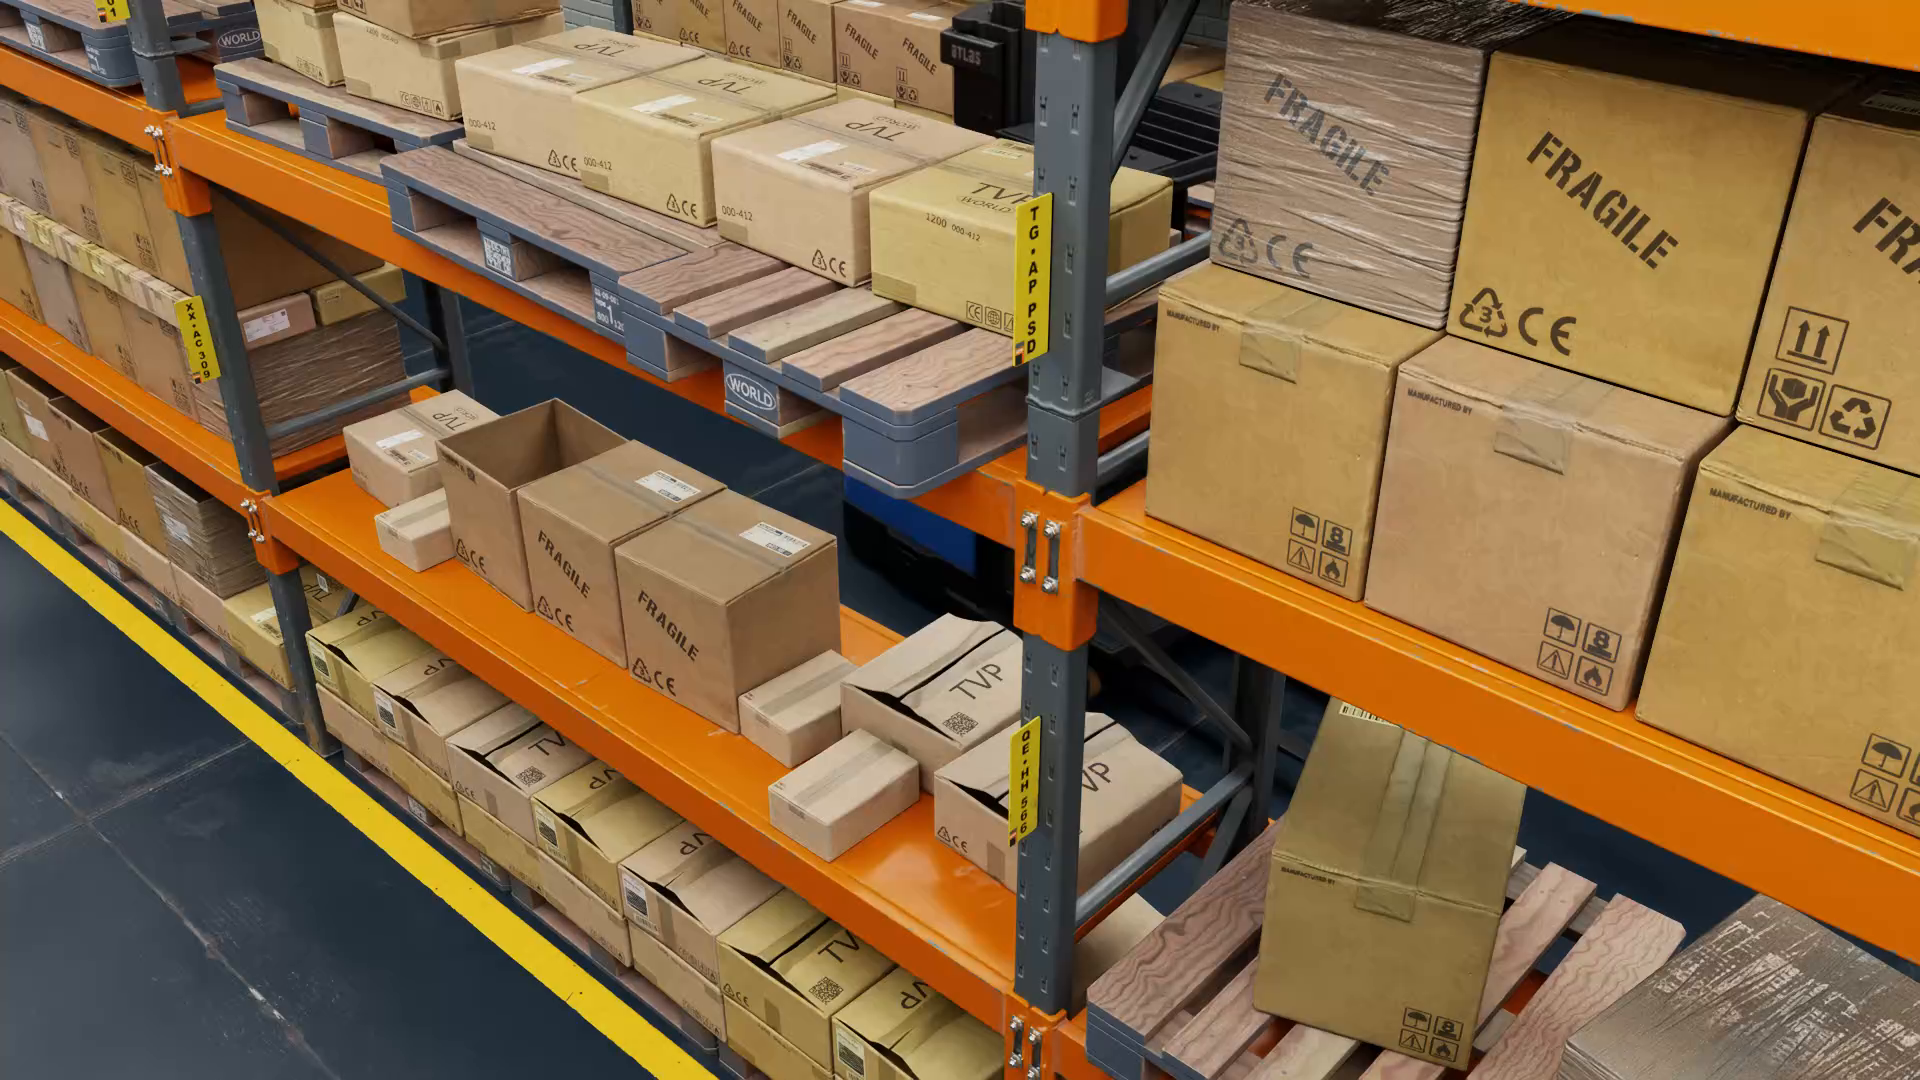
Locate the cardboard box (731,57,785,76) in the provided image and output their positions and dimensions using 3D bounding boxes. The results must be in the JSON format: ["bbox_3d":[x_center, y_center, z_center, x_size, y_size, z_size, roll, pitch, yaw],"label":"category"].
[{"bbox_3d":[-1.177,-3.128,11.164,0.500,0.250,0.500,24,39,34],"label":"cardboard box"}]

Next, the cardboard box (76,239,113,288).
[{"bbox_3d":[-3.548,-1.233,7.164,0.250,0.149,0.380,25,39,35],"label":"cardboard box"}]

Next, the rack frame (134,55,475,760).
[{"bbox_3d":[-2.449,-0.547,6.751,0.127,3.000,1.000,25,39,35],"label":"rack frame"}]

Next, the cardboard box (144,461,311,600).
[{"bbox_3d":[-3.303,-0.125,7.581,0.500,0.500,0.500,25,39,35],"label":"cardboard box"}]

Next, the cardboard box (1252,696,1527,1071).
[{"bbox_3d":[1.059,0.789,4.026,0.500,0.500,0.700,12,33,19],"label":"cardboard box"}]

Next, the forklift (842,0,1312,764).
[{"bbox_3d":[0.747,-0.820,7.270,1.130,2.935,3.031,-25,39,-35],"label":"forklift"}]

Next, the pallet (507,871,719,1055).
[{"bbox_3d":[-0.968,1.310,6.370,1.213,0.211,1.003,25,39,35],"label":"pallet"}]

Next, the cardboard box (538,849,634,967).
[{"bbox_3d":[-1.176,1.217,6.078,0.500,0.250,0.500,26,40,36],"label":"cardboard box"}]

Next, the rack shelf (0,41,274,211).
[{"bbox_3d":[-3.932,-2.216,7.312,4.000,0.370,1.077,25,39,35],"label":"rack shelf"}]

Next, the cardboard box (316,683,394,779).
[{"bbox_3d":[-2.316,0.685,6.962,0.500,0.250,0.500,24,38,34],"label":"cardboard box"}]

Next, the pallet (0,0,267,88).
[{"bbox_3d":[-3.099,-2.080,6.474,1.213,0.211,1.003,25,39,35],"label":"pallet"}]

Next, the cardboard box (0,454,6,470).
[{"bbox_3d":[-5.167,-0.663,9.201,0.500,0.250,0.500,25,39,35],"label":"cardboard box"}]

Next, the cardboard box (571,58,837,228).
[{"bbox_3d":[-0.675,-1.076,4.459,0.500,0.250,0.500,24,39,34],"label":"cardboard box"}]

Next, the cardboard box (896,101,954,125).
[{"bbox_3d":[-0.046,-2.611,10.304,0.500,0.250,0.500,25,39,35],"label":"cardboard box"}]

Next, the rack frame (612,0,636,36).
[{"bbox_3d":[-2.094,-3.827,12.199,0.127,3.000,1.000,25,39,35],"label":"rack frame"}]

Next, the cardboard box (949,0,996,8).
[{"bbox_3d":[0.283,-3.131,10.442,0.500,0.500,0.500,25,39,35],"label":"cardboard box"}]

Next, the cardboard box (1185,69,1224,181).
[{"bbox_3d":[1.636,-2.289,9.120,0.700,0.500,0.500,-25,39,-35],"label":"cardboard box"}]

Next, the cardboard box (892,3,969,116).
[{"bbox_3d":[-0.060,-2.924,10.098,0.500,0.500,0.500,25,39,35],"label":"cardboard box"}]

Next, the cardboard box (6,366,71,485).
[{"bbox_3d":[-4.415,-0.644,8.443,0.500,0.500,0.500,25,39,35],"label":"cardboard box"}]

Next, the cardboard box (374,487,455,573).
[{"bbox_3d":[-1.929,-0.055,6.176,0.250,0.149,0.380,25,39,35],"label":"cardboard box"}]

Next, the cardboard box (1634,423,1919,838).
[{"bbox_3d":[1.626,0.004,2.830,0.500,0.500,0.910,25,39,35],"label":"cardboard box"}]

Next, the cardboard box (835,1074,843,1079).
[{"bbox_3d":[-0.037,1.746,5.199,0.500,0.250,0.500,26,40,36],"label":"cardboard box"}]

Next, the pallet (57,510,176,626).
[{"bbox_3d":[-3.920,-0.066,8.655,1.213,0.211,1.003,25,39,35],"label":"pallet"}]

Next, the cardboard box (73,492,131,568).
[{"bbox_3d":[-4.056,-0.143,8.338,0.500,0.250,0.500,25,39,35],"label":"cardboard box"}]

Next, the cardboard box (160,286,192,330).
[{"bbox_3d":[-2.977,-0.966,6.721,0.250,0.149,0.380,24,39,34],"label":"cardboard box"}]

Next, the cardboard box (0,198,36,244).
[{"bbox_3d":[-4.129,-1.502,7.611,0.250,0.149,0.380,25,39,36],"label":"cardboard box"}]

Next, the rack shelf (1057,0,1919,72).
[{"bbox_3d":[1.999,-0.561,2.043,4.000,0.370,1.077,25,39,35],"label":"rack shelf"}]

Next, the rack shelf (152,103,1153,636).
[{"bbox_3d":[-0.966,-0.832,5.013,4.000,0.370,1.077,25,39,35],"label":"rack shelf"}]

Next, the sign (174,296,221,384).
[{"bbox_3d":[-2.821,-0.739,6.153,0.005,0.325,0.100,25,39,35],"label":"sign"}]

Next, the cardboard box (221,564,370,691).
[{"bbox_3d":[-2.940,0.374,7.479,0.500,0.250,0.500,25,39,35],"label":"cardboard box"}]

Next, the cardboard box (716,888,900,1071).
[{"bbox_3d":[-0.427,1.331,5.347,0.500,0.311,0.500,24,39,34],"label":"cardboard box"}]

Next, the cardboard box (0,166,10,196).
[{"bbox_3d":[-4.270,-1.991,7.795,0.500,0.500,0.700,25,39,35],"label":"cardboard box"}]

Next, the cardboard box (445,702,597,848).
[{"bbox_3d":[-1.558,0.803,6.223,0.500,0.311,0.500,24,38,34],"label":"cardboard box"}]

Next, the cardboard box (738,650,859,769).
[{"bbox_3d":[-0.467,0.525,5.213,0.380,0.149,0.250,-26,40,-36],"label":"cardboard box"}]

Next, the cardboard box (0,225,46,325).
[{"bbox_3d":[-4.321,-1.454,8.160,0.500,0.500,0.700,25,39,35],"label":"cardboard box"}]

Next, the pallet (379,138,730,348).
[{"bbox_3d":[-0.878,-0.954,4.700,1.213,0.211,1.003,27,40,37],"label":"pallet"}]

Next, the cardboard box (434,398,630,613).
[{"bbox_3d":[-1.500,-0.136,5.970,0.500,0.500,0.500,-26,40,-36],"label":"cardboard box"}]

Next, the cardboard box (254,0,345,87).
[{"bbox_3d":[-1.999,-1.731,5.547,0.500,0.250,0.500,-25,39,-35],"label":"cardboard box"}]

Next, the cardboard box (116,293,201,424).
[{"bbox_3d":[-3.178,-0.921,7.275,0.500,0.500,0.700,25,39,35],"label":"cardboard box"}]

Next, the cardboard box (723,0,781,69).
[{"bbox_3d":[-1.203,-3.456,10.982,0.500,0.500,0.500,24,38,34],"label":"cardboard box"}]

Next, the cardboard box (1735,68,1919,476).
[{"bbox_3d":[1.592,-0.413,2.552,0.500,0.500,0.500,25,39,35],"label":"cardboard box"}]

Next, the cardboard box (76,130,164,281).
[{"bbox_3d":[-3.158,-1.471,6.931,0.500,0.500,0.700,25,39,35],"label":"cardboard box"}]
